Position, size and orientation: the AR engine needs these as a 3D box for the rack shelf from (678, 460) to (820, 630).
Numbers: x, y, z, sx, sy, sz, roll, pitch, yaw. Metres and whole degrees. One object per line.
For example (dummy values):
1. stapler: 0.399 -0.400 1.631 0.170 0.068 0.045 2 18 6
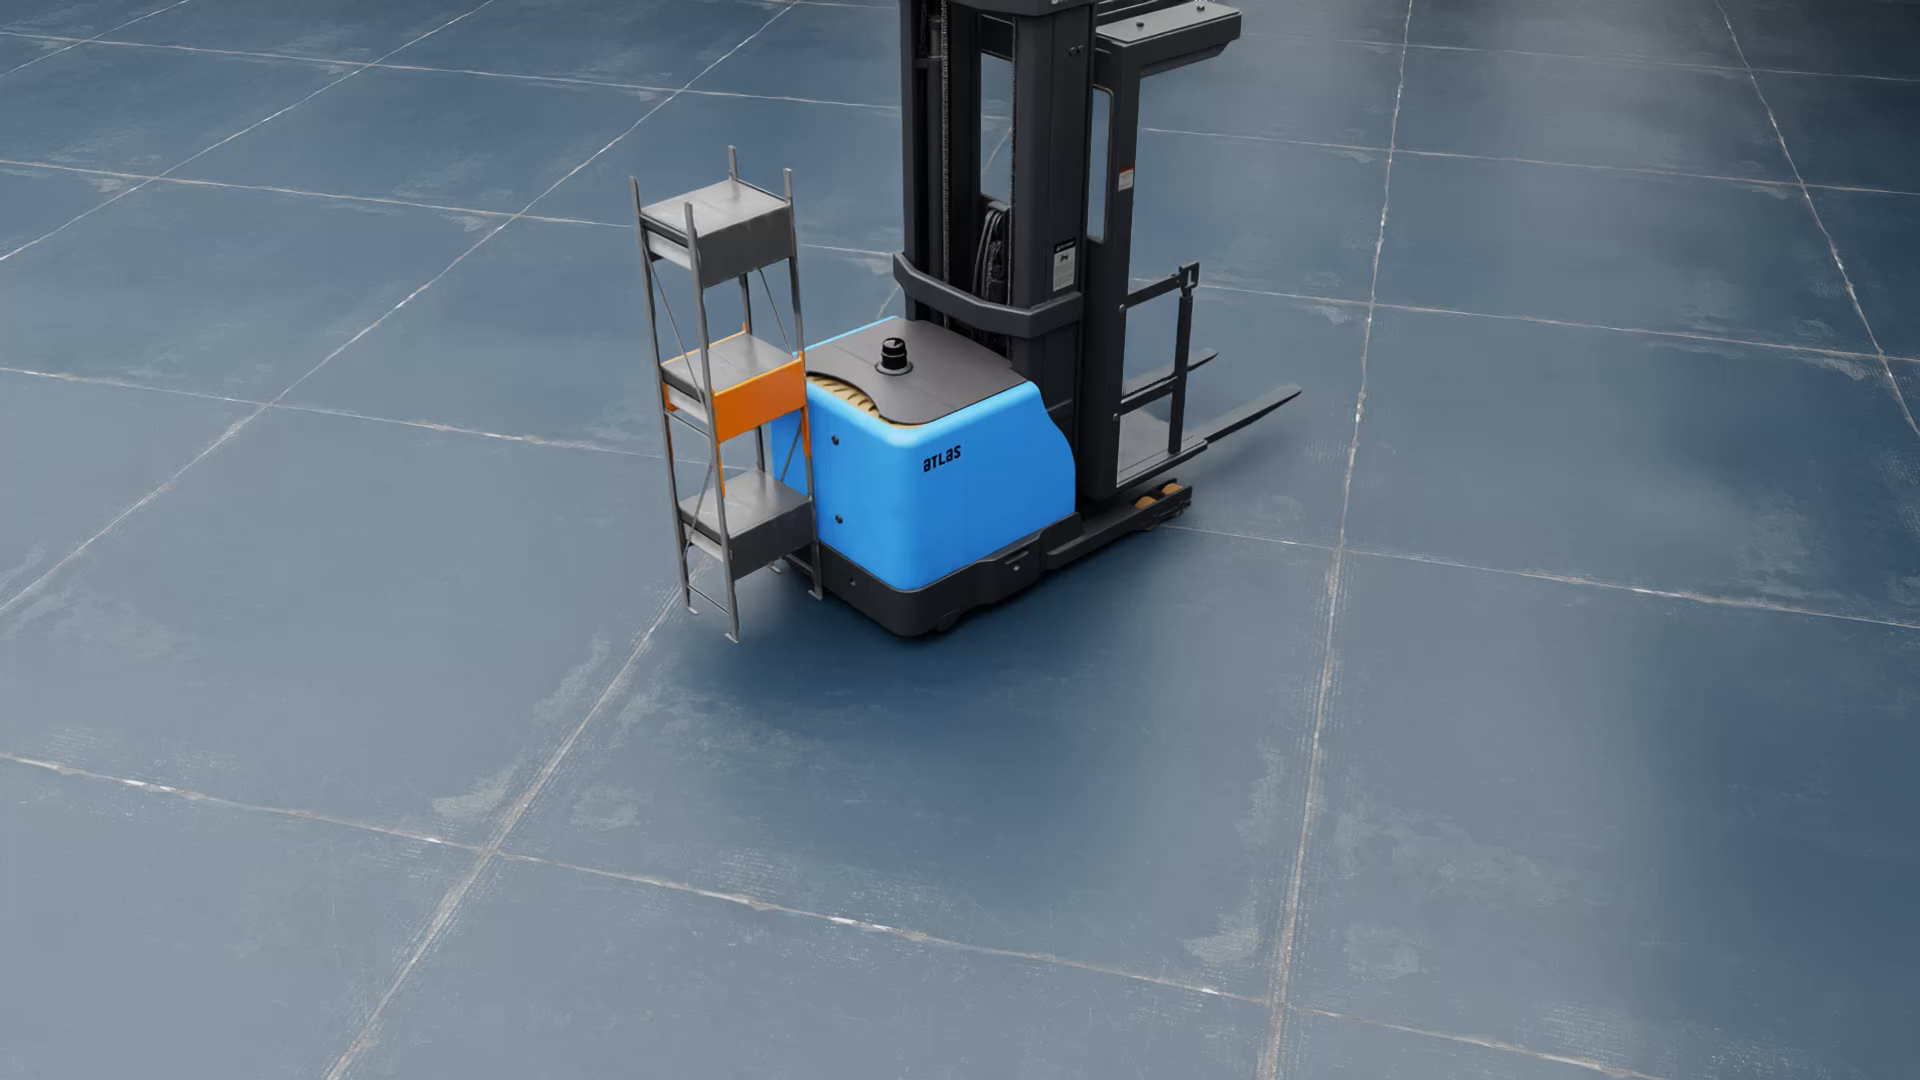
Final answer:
1. rack shelf: -0.969 0.016 7.589 0.480 0.518 0.431 -28 42 -35

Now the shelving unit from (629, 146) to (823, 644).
1. shelving unit: -0.979 -0.581 7.198 0.503 2.100 0.431 -28 42 -35

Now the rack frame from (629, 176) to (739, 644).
1. rack frame: -1.155 -0.487 7.058 0.015 2.100 0.400 -28 42 -35

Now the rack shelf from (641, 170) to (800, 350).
1. rack shelf: -0.988 -1.155 6.822 0.480 0.518 0.431 -28 42 -35

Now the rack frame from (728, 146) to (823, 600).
1. rack frame: -0.802 -0.675 7.338 0.015 2.100 0.400 -28 42 -35

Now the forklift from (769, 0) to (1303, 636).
1. forklift: 0.539 -1.473 7.836 3.031 2.935 1.130 -26 41 -34

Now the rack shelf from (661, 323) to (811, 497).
1. rack shelf: -0.978 -0.570 7.206 0.480 0.518 0.431 -28 42 -35
